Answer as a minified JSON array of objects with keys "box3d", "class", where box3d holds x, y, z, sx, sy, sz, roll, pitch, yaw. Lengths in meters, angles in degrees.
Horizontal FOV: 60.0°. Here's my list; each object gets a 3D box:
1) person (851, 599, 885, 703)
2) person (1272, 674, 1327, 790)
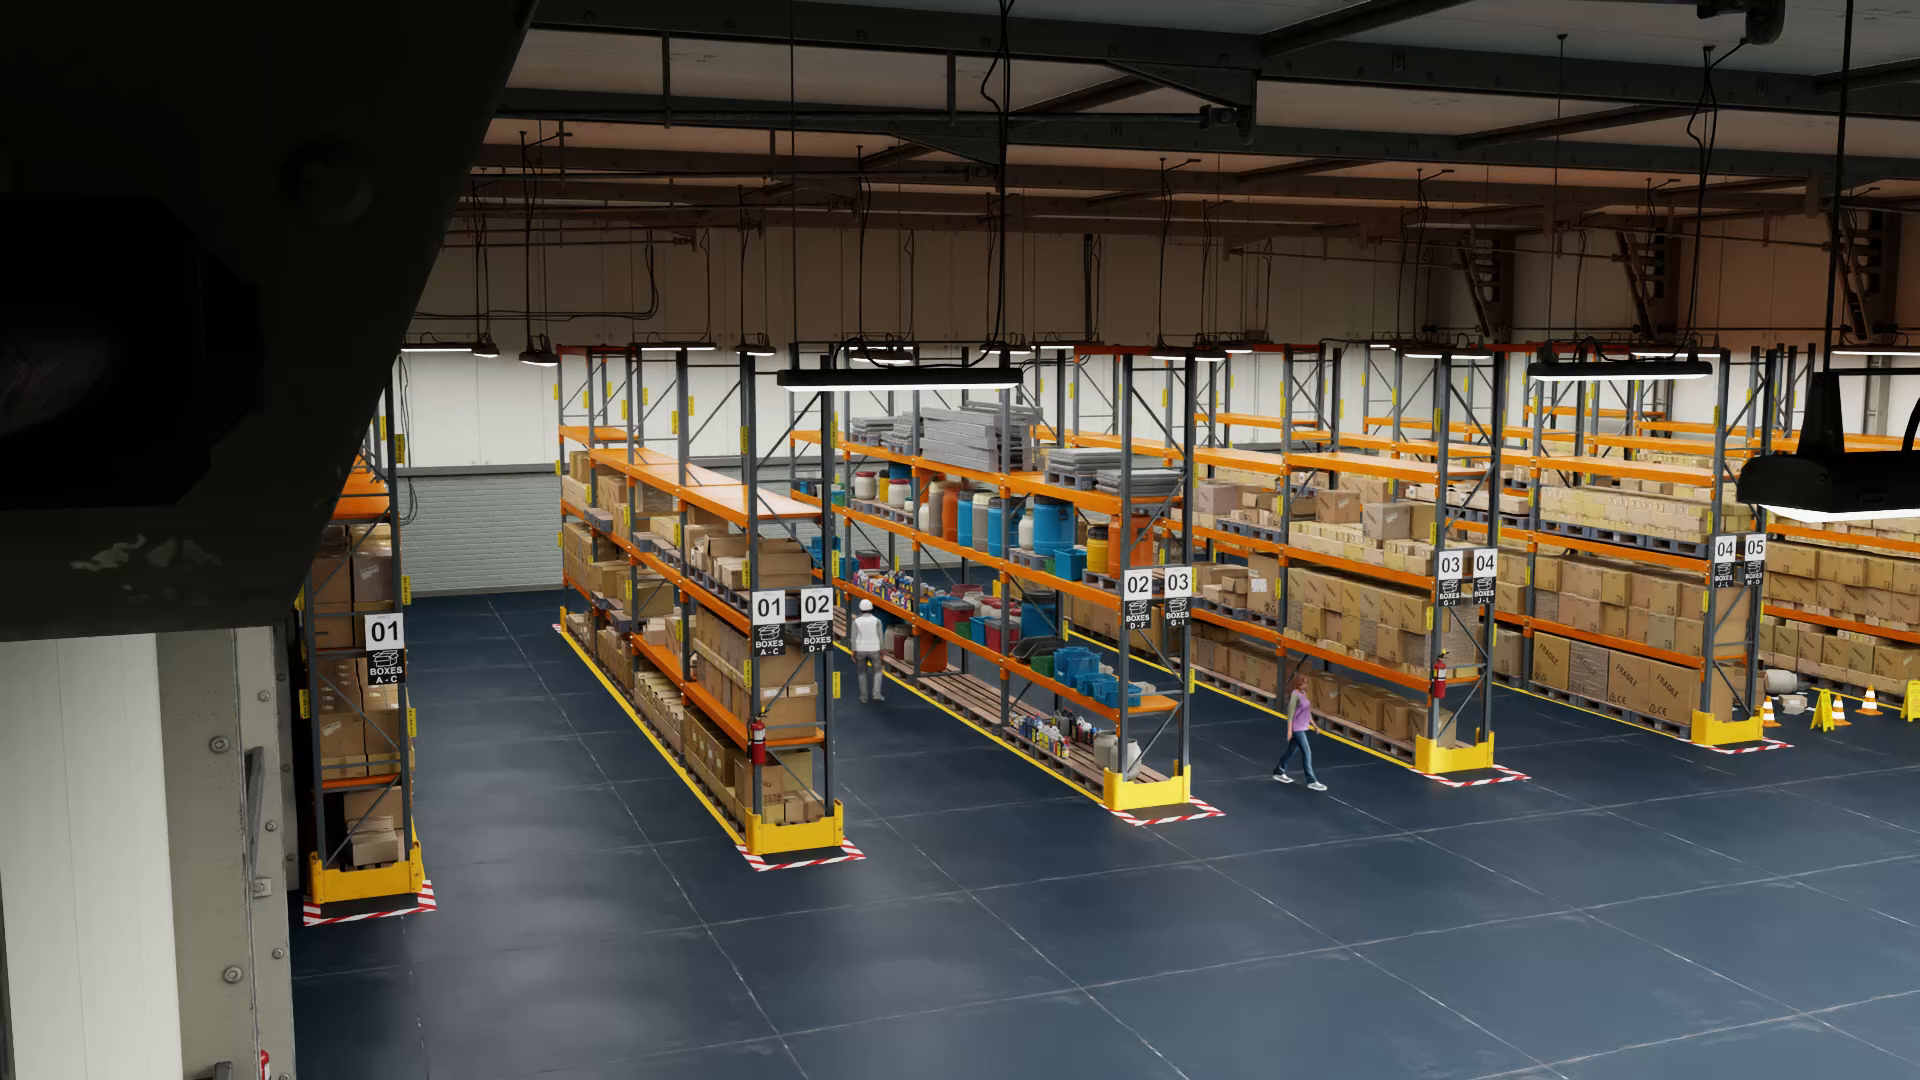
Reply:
[{"box3d":[-1.565,1.888,28.156,0.571,1.771,0.514,0,7,0],"class":"person"},{"box3d":[4.726,2.634,23.007,0.807,1.552,0.451,3,8,23],"class":"person"}]
